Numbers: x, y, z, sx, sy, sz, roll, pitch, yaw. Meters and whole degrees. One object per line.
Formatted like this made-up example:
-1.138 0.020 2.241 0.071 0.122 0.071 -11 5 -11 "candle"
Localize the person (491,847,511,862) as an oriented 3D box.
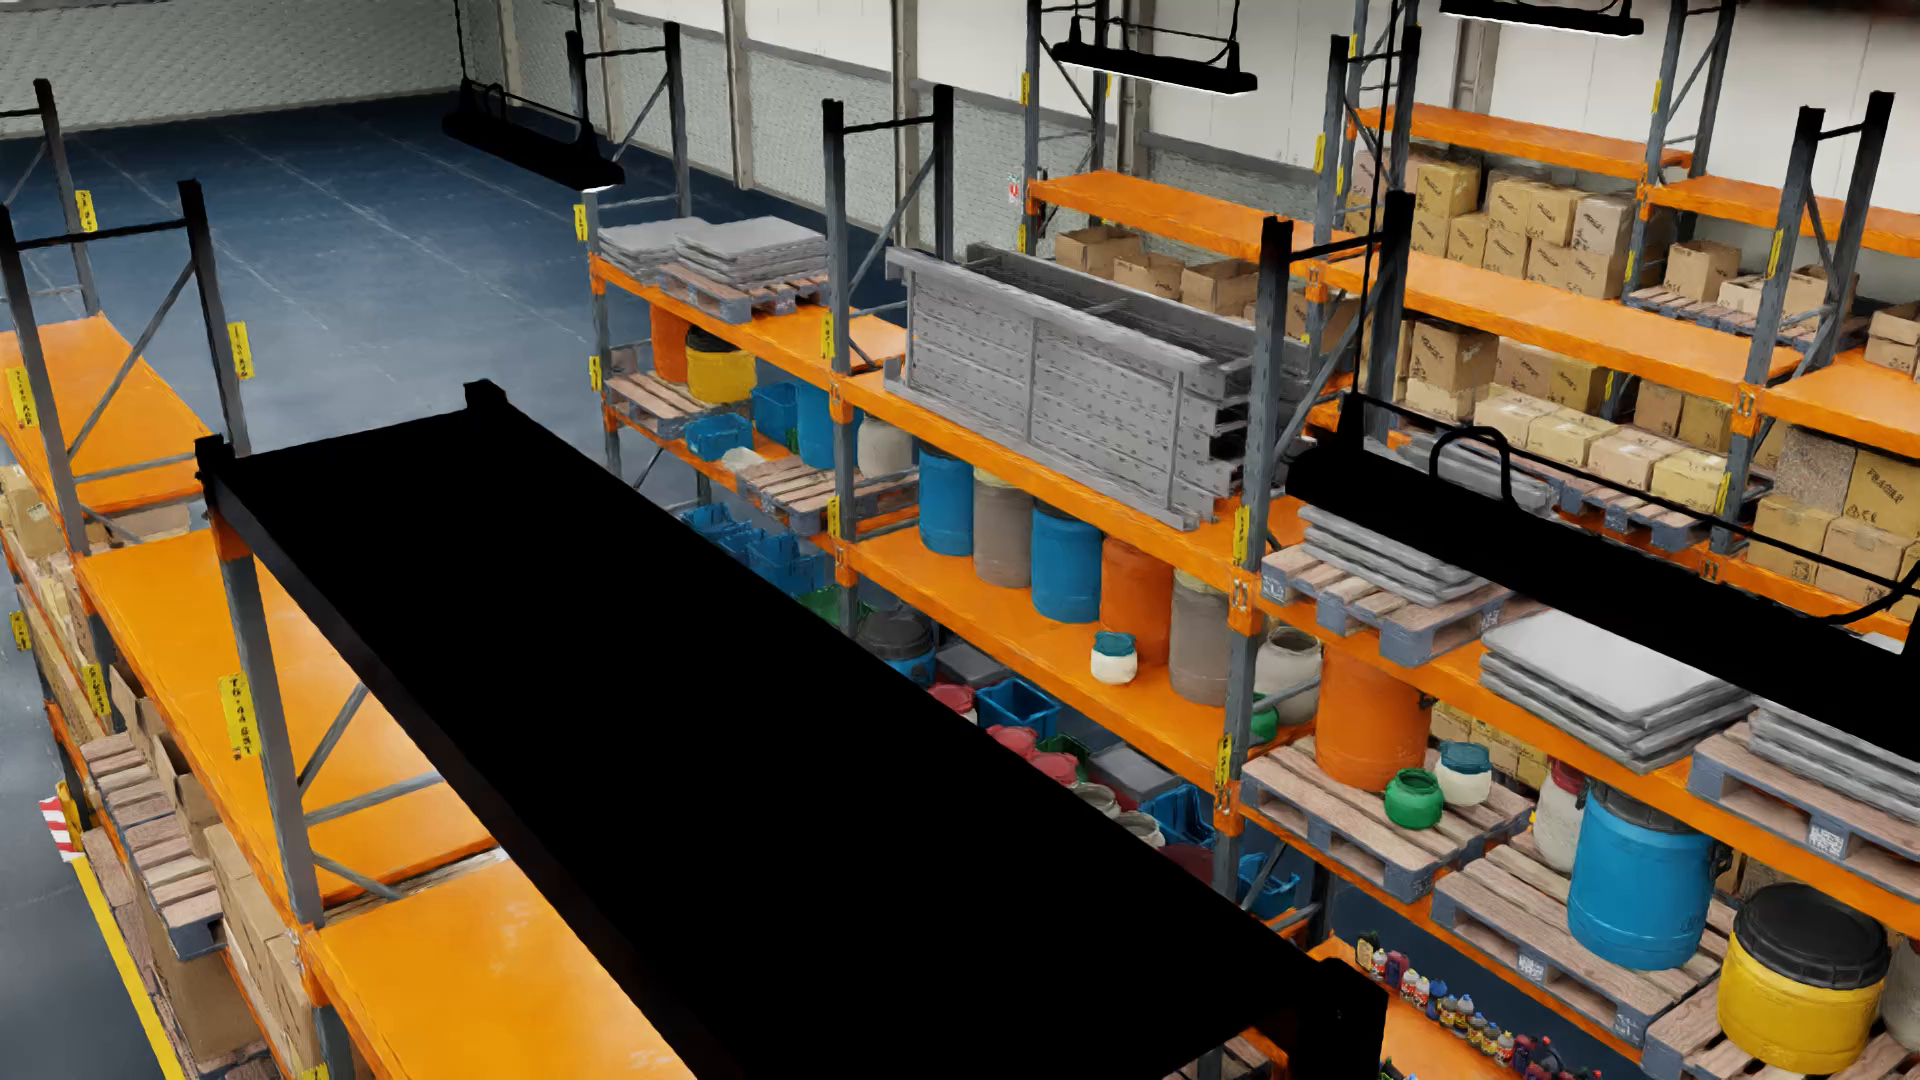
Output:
-3.243 2.537 11.460 0.677 1.726 0.574 -18 30 -33 "person"
